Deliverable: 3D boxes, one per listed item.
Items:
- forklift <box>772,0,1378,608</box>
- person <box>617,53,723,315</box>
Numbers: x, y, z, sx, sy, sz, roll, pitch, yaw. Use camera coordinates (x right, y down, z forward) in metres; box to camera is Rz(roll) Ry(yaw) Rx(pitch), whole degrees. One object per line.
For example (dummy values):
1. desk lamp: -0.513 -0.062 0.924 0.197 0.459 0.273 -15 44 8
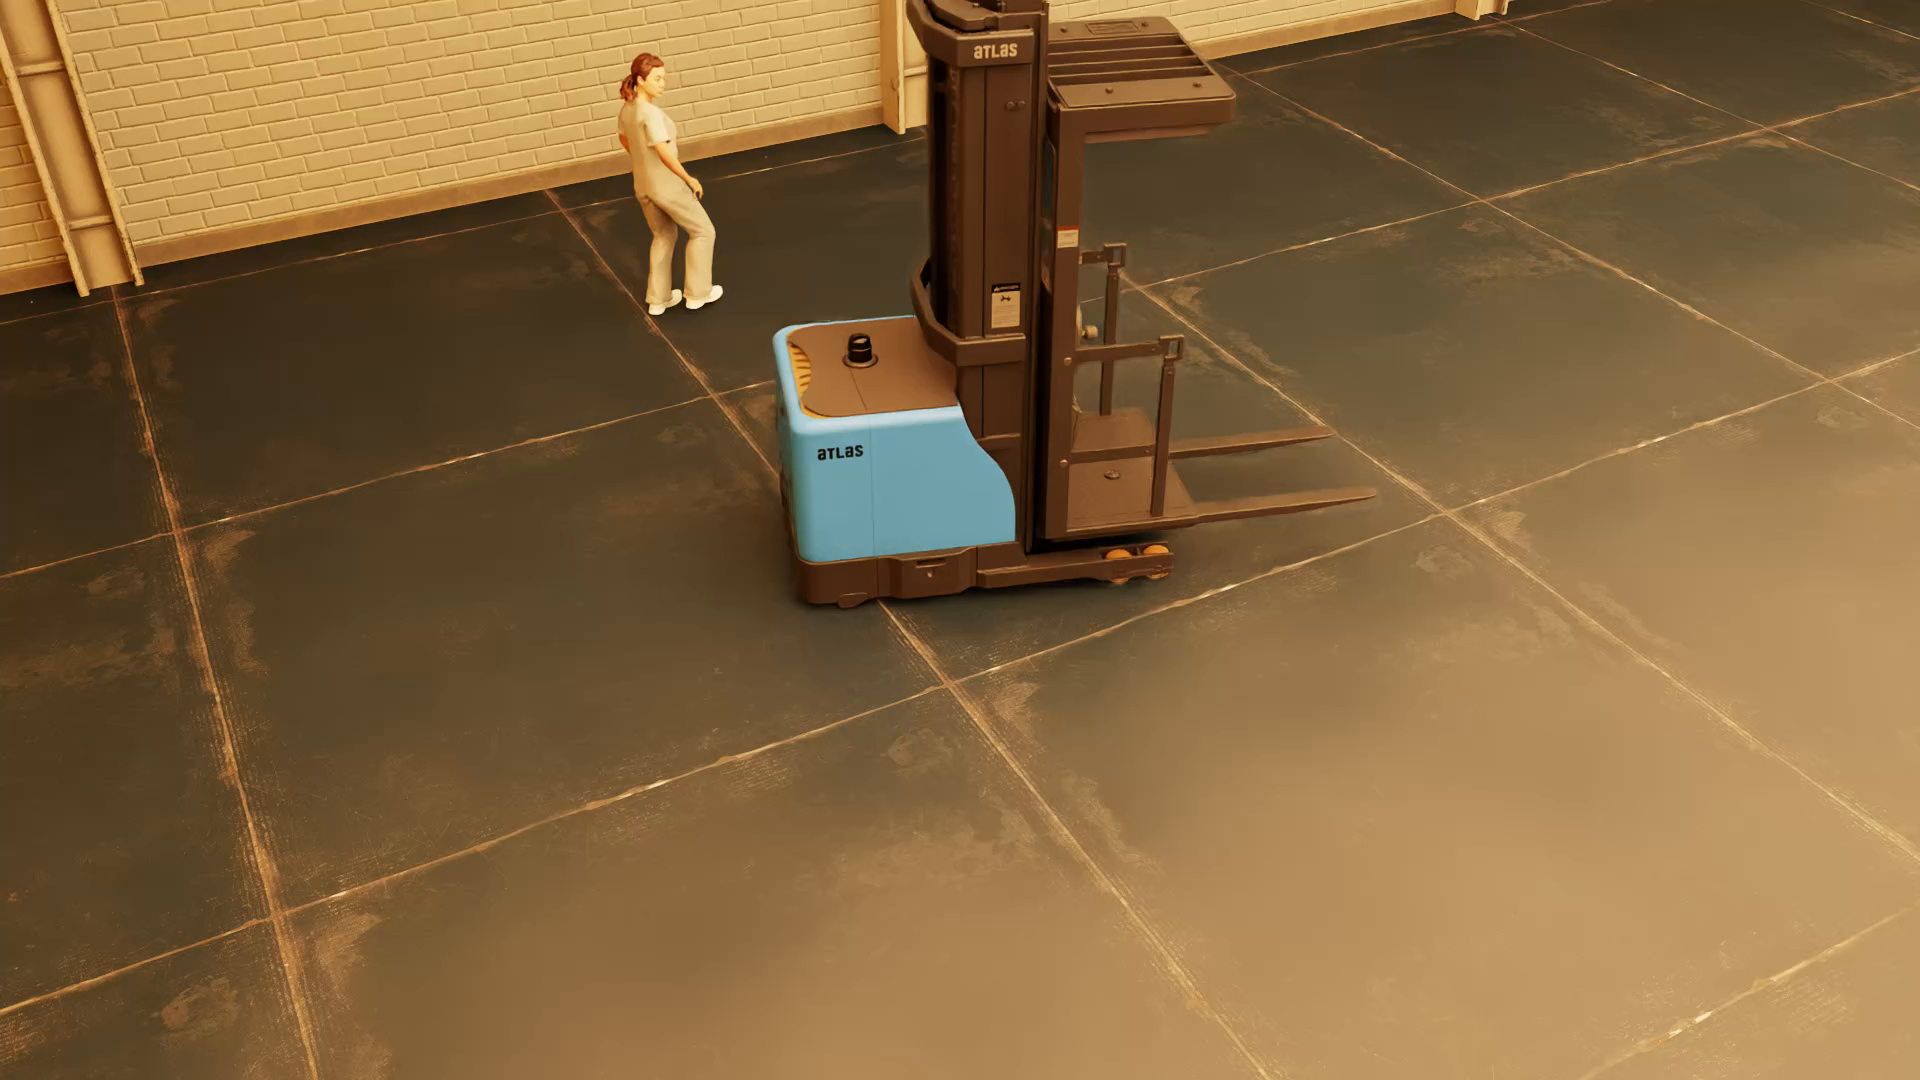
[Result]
1. forklift: 0.617 -1.277 7.929 3.031 2.935 1.130 -6 36 -9
2. person: -1.823 -2.213 10.369 0.634 1.650 0.484 29 45 35
